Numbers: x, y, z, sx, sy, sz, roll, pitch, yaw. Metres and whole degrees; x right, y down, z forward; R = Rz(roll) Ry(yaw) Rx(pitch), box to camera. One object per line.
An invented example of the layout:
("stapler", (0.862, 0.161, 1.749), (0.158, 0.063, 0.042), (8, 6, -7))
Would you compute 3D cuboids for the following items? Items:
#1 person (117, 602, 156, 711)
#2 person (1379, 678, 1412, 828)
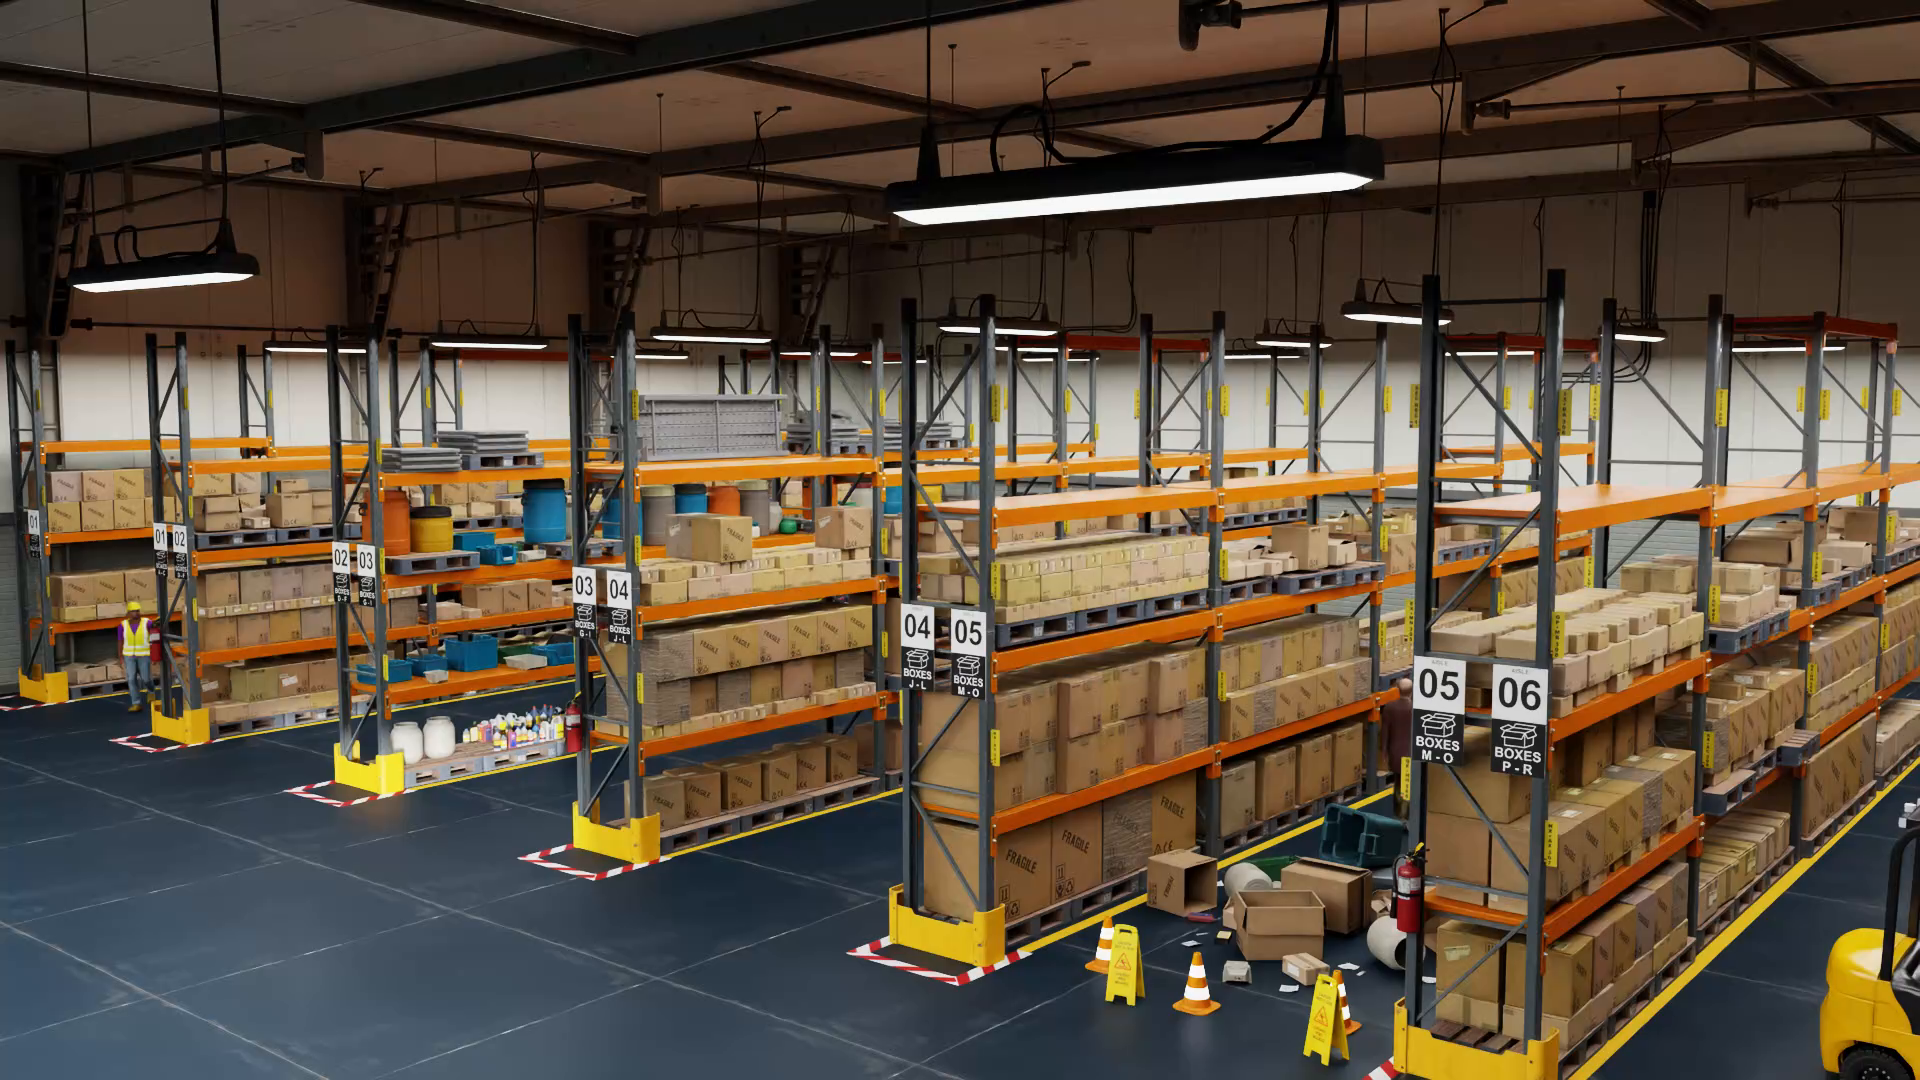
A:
("person", (-13.260, 1.861, 26.831), (0.566, 1.755, 0.650), (-1, 5, -7))
("person", (5.246, 2.520, 19.629), (0.614, 1.775, 0.610), (4, 7, 40))
